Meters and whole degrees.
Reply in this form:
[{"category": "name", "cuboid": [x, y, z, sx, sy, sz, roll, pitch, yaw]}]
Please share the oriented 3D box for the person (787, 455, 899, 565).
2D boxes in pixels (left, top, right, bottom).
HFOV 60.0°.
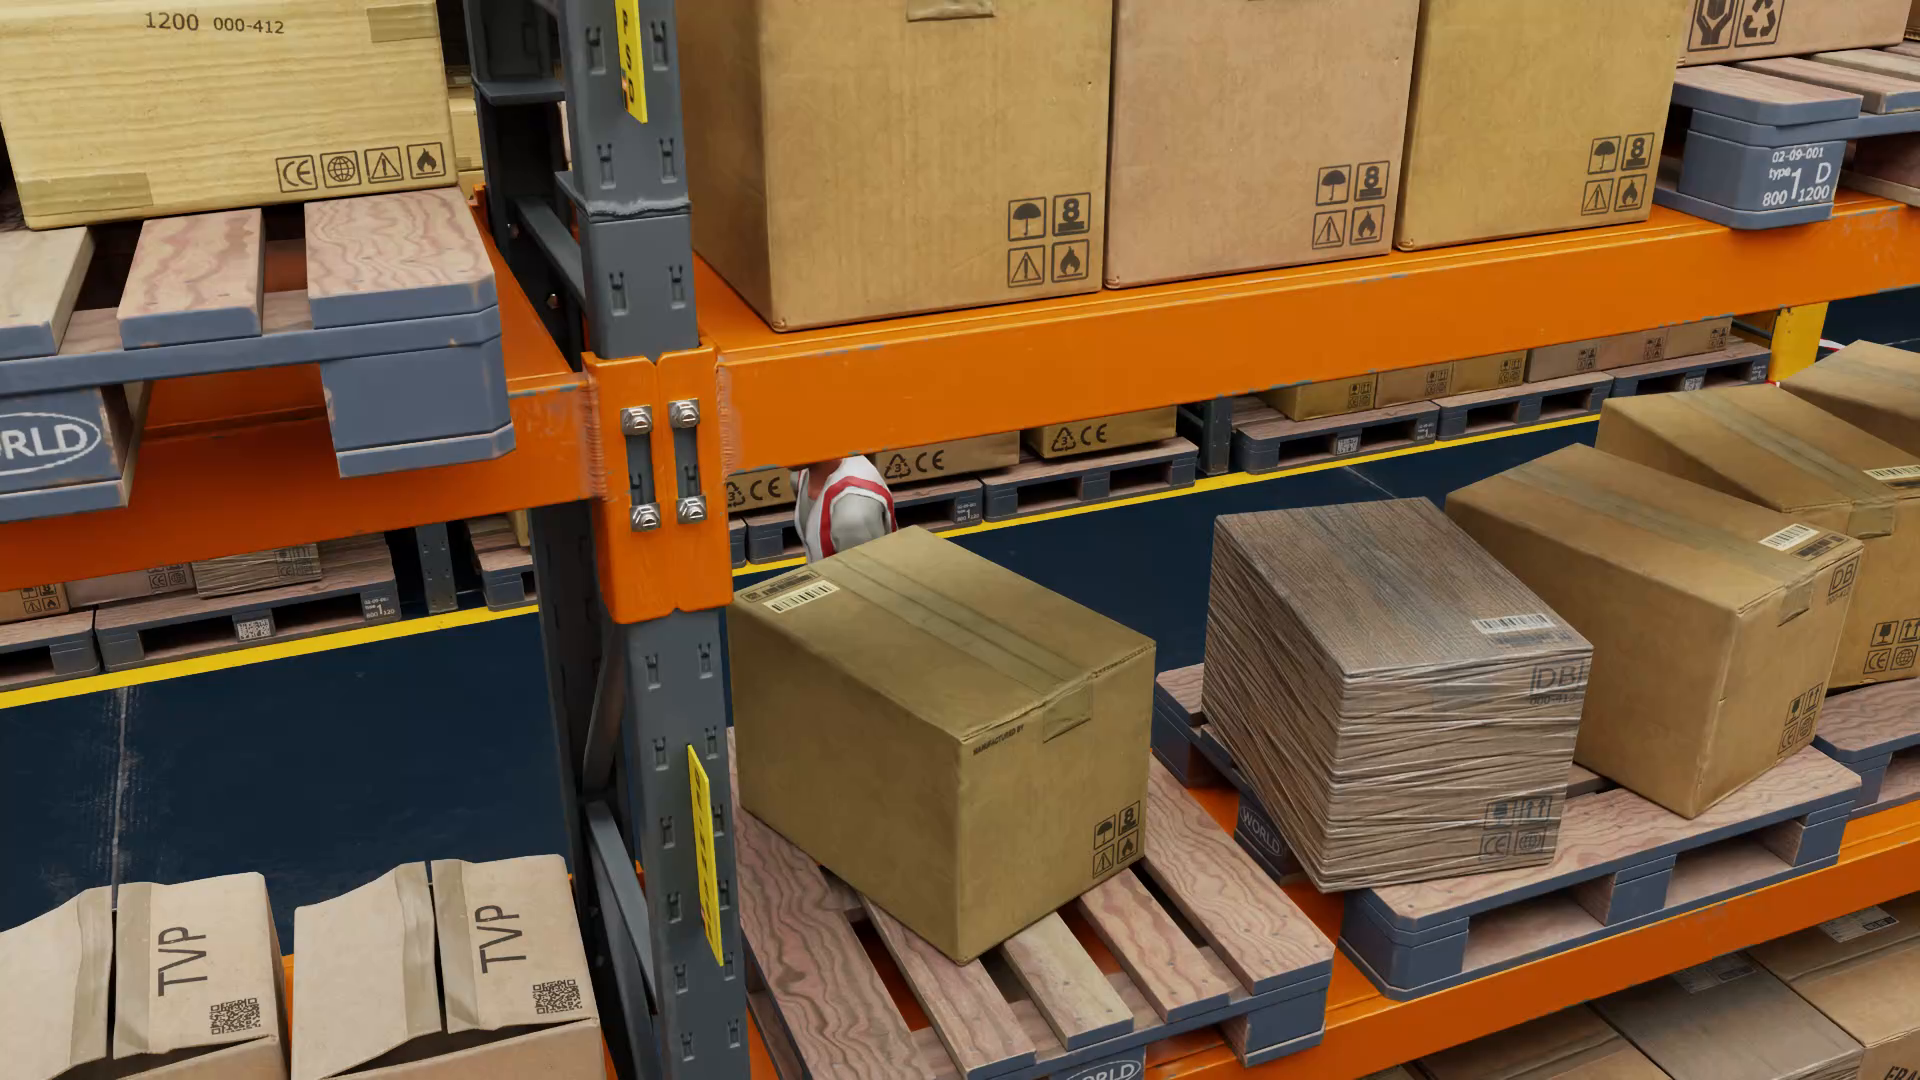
[{"category": "person", "cuboid": [-0.415, 0.300, 5.472, 0.453, 1.778, 0.604, -10, 28, -21]}]
